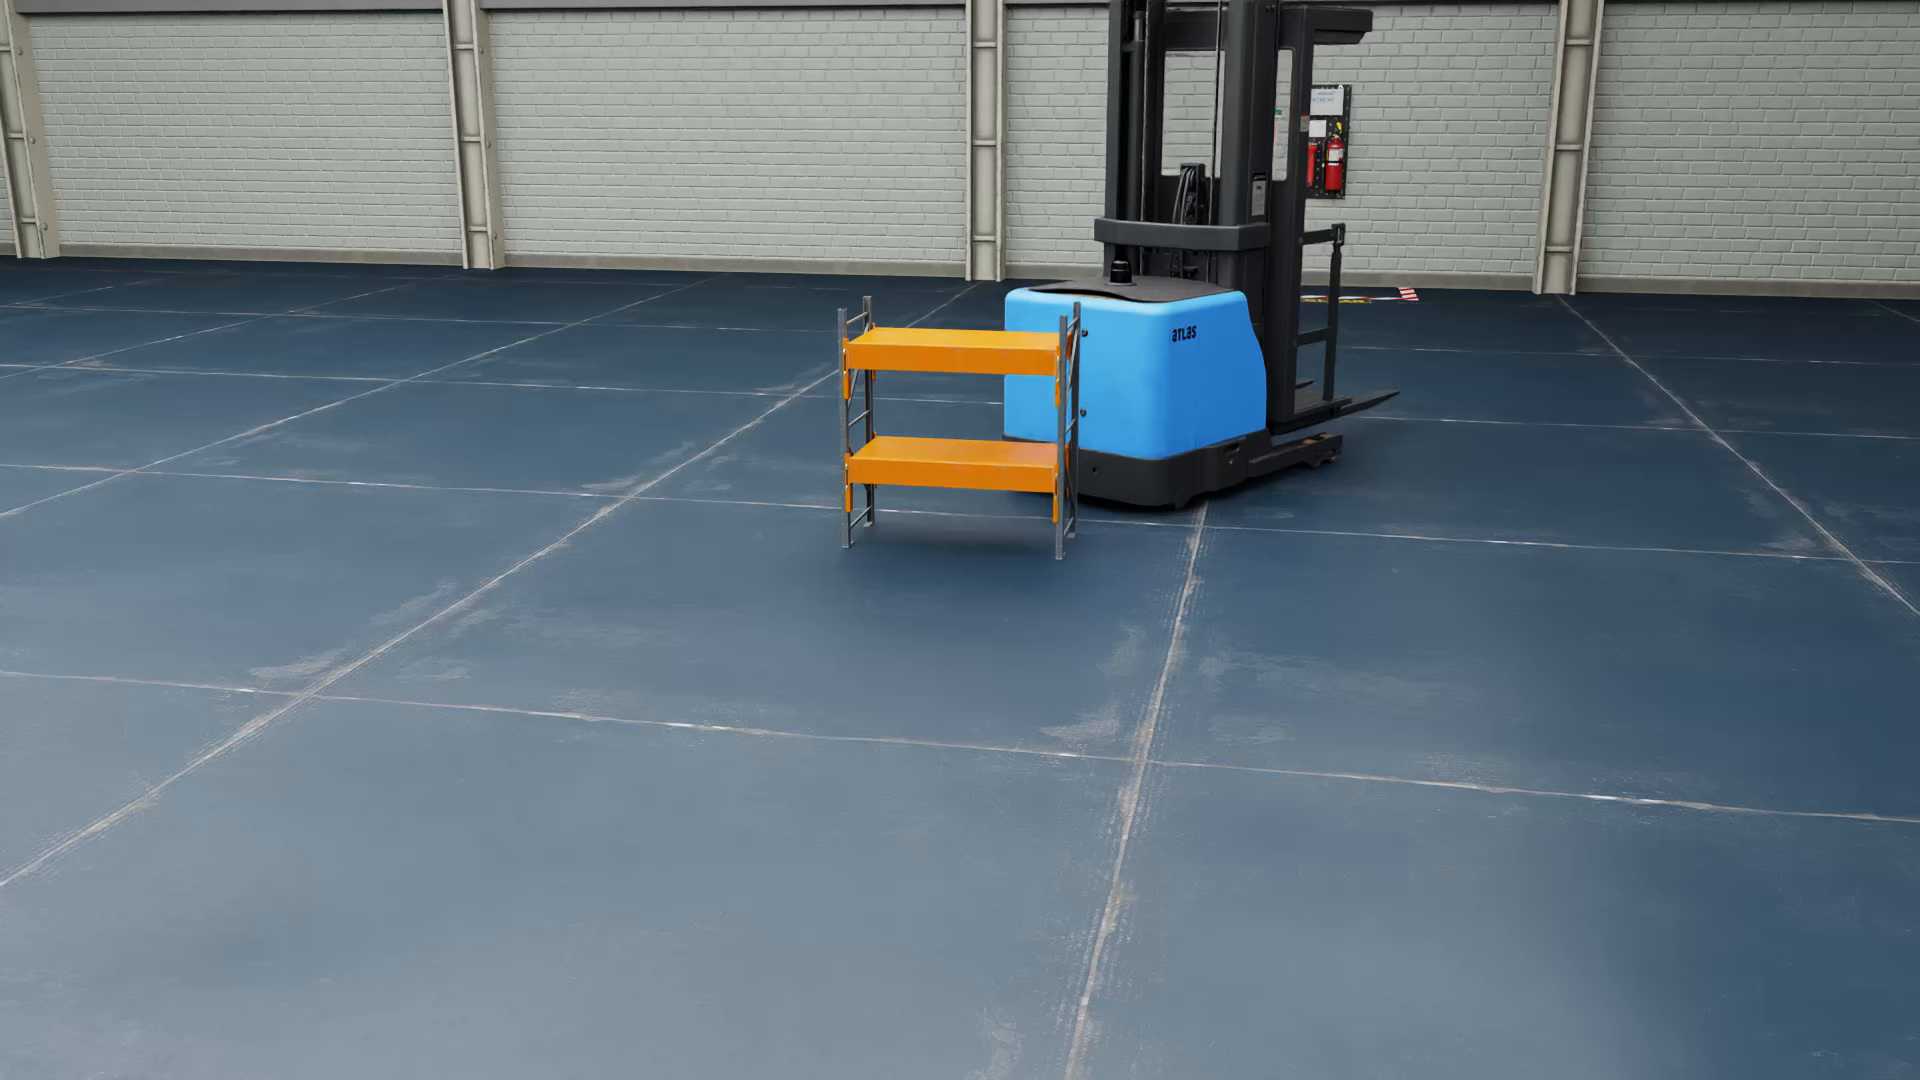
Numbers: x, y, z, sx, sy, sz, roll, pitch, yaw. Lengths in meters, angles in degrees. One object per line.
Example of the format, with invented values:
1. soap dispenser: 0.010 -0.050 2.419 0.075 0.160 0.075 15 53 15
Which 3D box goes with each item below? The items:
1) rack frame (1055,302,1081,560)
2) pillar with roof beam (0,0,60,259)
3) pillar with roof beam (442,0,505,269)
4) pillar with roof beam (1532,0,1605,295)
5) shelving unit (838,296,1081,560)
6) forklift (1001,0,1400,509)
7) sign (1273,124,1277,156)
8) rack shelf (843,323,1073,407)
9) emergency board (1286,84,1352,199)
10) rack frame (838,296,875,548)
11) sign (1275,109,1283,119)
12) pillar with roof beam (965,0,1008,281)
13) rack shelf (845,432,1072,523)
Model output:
1. rack frame: 0.505 -0.515 7.743 0.032 1.125 0.500 3 16 11
2. pillar with roof beam: -12.332 -6.740 15.467 0.400 9.000 9.100 3 16 11
3. pillar with roof beam: -6.453 -6.421 14.314 0.400 9.000 9.100 3 16 11
4. pillar with roof beam: 5.307 -5.782 12.010 0.400 9.000 9.100 3 16 11
5. shelving unit: 0.007 -0.542 7.841 1.048 1.125 0.538 3 16 11
6. forklift: 1.562 -1.898 9.353 1.130 2.935 3.031 13 20 39
7. sign: 3.229 -4.232 17.586 0.234 0.329 0.001 3 16 11
8. rack shelf: 0.007 -0.824 7.762 1.000 0.278 0.538 3 16 11
9. emergency board: 3.750 -4.159 17.387 0.643 1.169 0.194 3 16 11
10. rack frame: -0.492 -0.569 7.938 0.032 1.125 0.500 3 16 11
11. sign: 3.232 -4.485 17.506 0.331 0.109 0.001 3 16 11
12. pillar with roof beam: -0.573 -6.102 13.162 0.400 9.000 9.100 3 16 11
13. rack shelf: 0.007 -0.306 7.906 1.000 0.278 0.538 3 16 11
